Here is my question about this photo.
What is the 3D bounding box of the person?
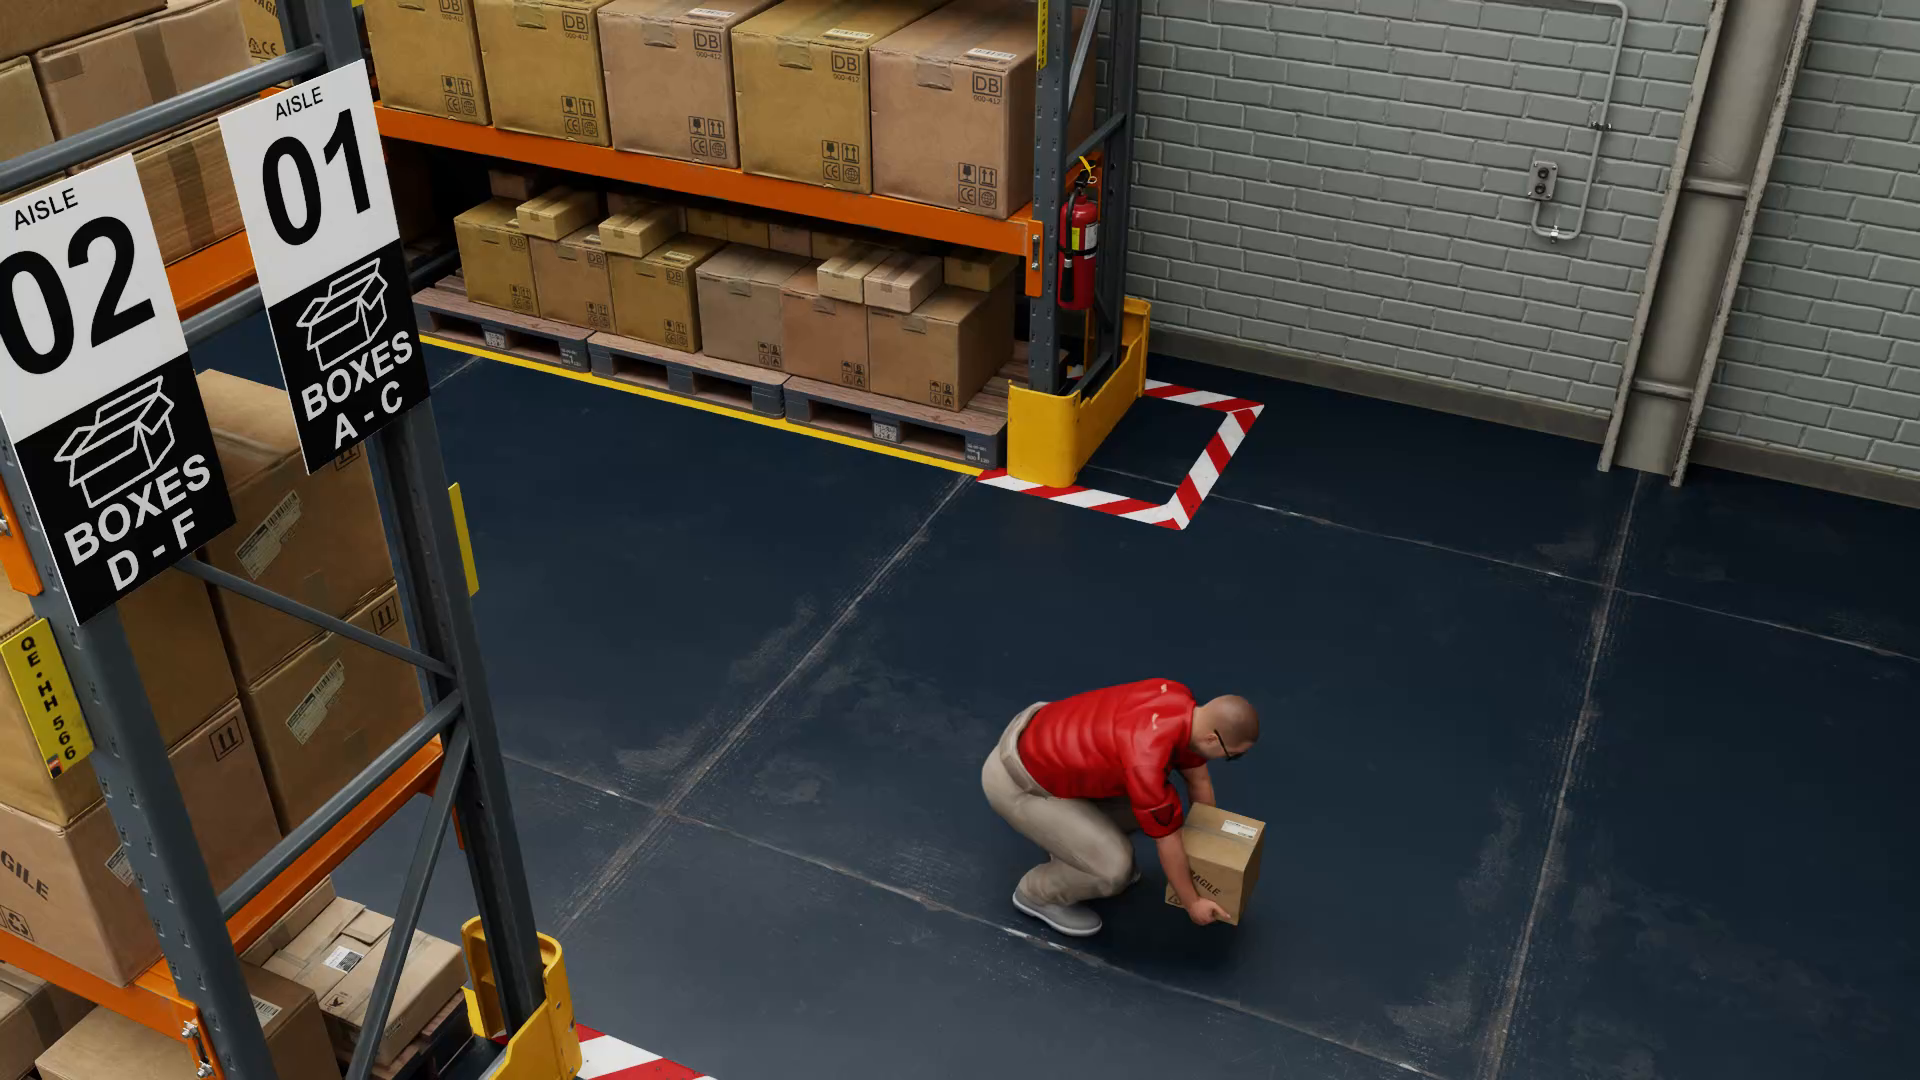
[{"bbox_3d":[0.531,0.858,5.547,0.903,0.980,0.528,13,36,19],"label":"person"}]
